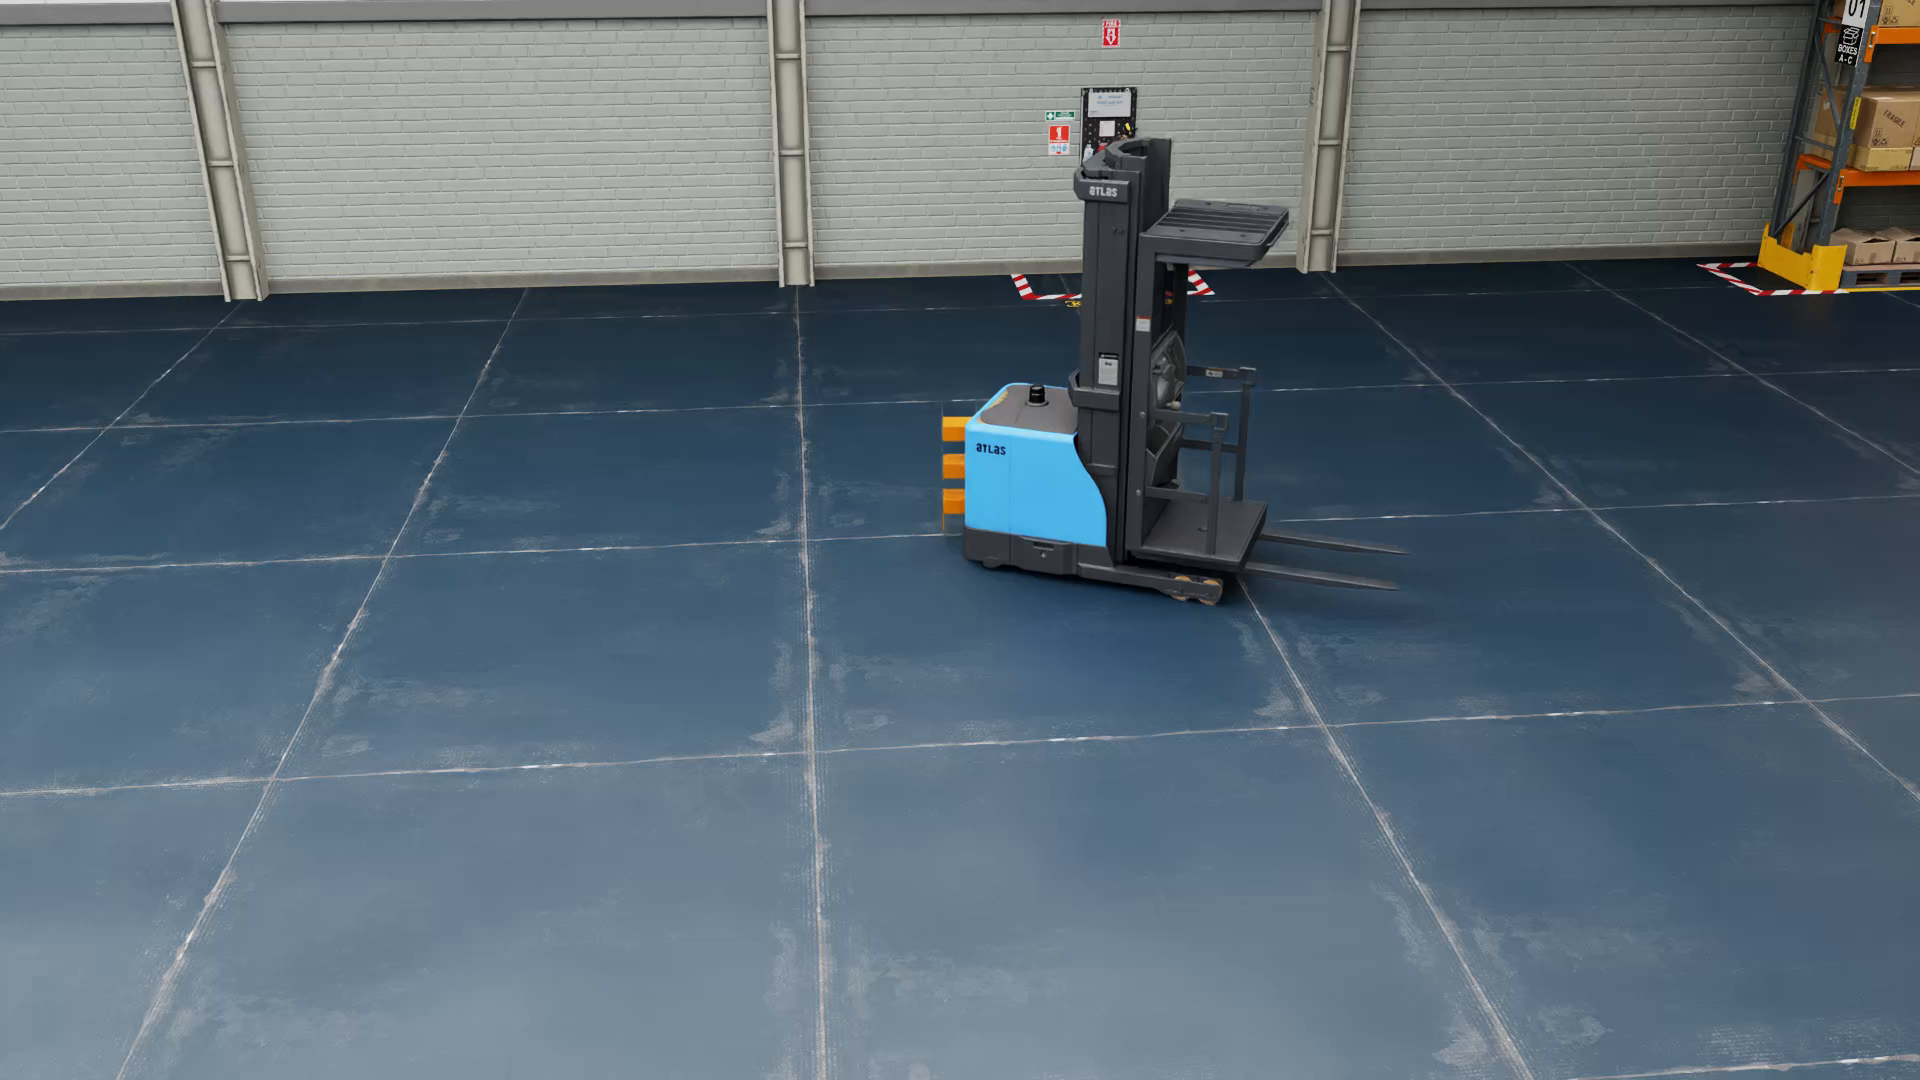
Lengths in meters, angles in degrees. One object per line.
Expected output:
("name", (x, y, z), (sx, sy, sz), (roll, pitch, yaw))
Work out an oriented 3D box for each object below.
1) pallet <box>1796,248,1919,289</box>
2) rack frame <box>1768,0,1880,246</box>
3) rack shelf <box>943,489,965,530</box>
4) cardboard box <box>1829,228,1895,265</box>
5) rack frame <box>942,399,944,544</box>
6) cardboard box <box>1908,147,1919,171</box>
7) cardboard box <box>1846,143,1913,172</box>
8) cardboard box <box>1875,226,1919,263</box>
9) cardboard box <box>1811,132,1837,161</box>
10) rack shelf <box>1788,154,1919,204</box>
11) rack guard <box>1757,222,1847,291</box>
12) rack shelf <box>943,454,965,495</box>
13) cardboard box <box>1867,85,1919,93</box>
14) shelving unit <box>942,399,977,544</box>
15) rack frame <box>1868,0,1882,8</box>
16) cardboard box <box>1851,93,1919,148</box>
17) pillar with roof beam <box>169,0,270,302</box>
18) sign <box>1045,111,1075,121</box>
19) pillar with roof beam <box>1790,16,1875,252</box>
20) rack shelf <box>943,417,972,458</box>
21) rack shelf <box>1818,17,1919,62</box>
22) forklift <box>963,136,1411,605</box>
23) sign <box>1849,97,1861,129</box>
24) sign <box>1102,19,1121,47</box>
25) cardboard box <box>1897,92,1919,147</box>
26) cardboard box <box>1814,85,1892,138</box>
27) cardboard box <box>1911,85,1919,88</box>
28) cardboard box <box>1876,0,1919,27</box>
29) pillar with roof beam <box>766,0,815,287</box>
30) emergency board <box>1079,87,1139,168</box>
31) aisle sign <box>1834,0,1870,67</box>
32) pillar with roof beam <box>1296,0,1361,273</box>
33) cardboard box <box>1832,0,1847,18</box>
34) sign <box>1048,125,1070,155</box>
("pallet", (10.376, -3.122, 19.014), (1.213, 0.211, 1.003), (-2, 24, -5))
("rack frame", (9.489, -4.375, 18.400), (0.127, 3.000, 1.000), (-2, 24, -5))
("rack shelf", (-0.004, -0.232, 12.189), (0.240, 0.259, 0.215), (0, 24, -1))
("cardboard box", (10.186, -3.339, 18.837), (0.500, 0.311, 0.500), (-5, 24, -11))
("rack frame", (-0.126, -0.495, 12.070), (0.008, 1.050, 0.200), (0, 24, -1))
("cardboard box", (10.521, -4.233, 18.241), (0.500, 0.250, 0.500), (-3, 24, -7))
("cardboard box", (10.006, -4.207, 18.182), (0.500, 0.250, 0.500), (-3, 24, -7))
("cardboard box", (10.754, -3.361, 18.888), (0.500, 0.311, 0.500), (0, 24, -1))
("cardboard box", (9.935, -4.413, 18.645), (0.500, 0.250, 0.500), (-2, 24, -4))
("rack shelf", (11.479, -4.126, 18.726), (4.000, 0.370, 1.077), (-2, 24, -5))
("rack guard", (9.565, -3.236, 18.915), (0.348, 0.500, 1.175), (-2, 24, -5))
("rack shelf", (-0.004, -0.486, 12.076), (0.240, 0.259, 0.215), (0, 24, -1))
("cardboard box", (10.439, -4.779, 18.546), (0.500, 0.500, 0.500), (-2, 24, -4))
("shelving unit", (-0.004, -0.495, 12.072), (0.252, 1.050, 0.215), (0, 24, -1))
("rack frame", (9.489, -7.117, 17.182), (0.127, 3.000, 1.000), (-2, 24, -5))
("cardboard box", (9.994, -4.556, 18.044), (0.500, 0.500, 0.500), (-2, 24, -5))
("pillar with roof beam", (-7.389, -5.035, 12.500), (0.400, 9.000, 9.100), (-2, 24, -5))
("sign", (1.112, -4.705, 18.445), (0.331, 0.109, 0.001), (-2, 24, -5))
("pillar with roof beam", (10.524, -5.754, 14.116), (0.400, 9.000, 9.100), (-2, 24, -5))
("rack shelf", (-0.004, -0.745, 11.961), (0.240, 0.259, 0.215), (0, 24, -1))
("rack shelf", (11.479, -5.497, 18.117), (4.000, 0.370, 1.077), (-2, 24, -5))
("forklift", (1.594, -1.144, 11.215), (3.031, 2.935, 1.130), (8, 25, 18))
("sign", (9.542, -4.551, 17.731), (0.005, 0.325, 0.100), (-2, 24, -5))
("sign", (1.649, -5.529, 18.143), (0.199, 0.298, 0.001), (-2, 24, -5))
("cardboard box", (10.486, -4.572, 18.079), (0.500, 0.500, 0.500), (-2, 24, -5))
("cardboard box", (9.937, -4.763, 18.510), (0.500, 0.500, 0.500), (-3, 24, -6))
("cardboard box", (10.953, -4.802, 18.597), (0.500, 0.500, 0.500), (-3, 24, -7))
("cardboard box", (9.846, -5.713, 17.569), (0.500, 0.500, 0.500), (-2, 24, -4))
("pillar with roof beam", (-1.418, -5.275, 13.039), (0.400, 9.000, 9.100), (-2, 24, -5))
("emergency board", (1.667, -4.430, 18.524), (0.643, 1.169, 0.194), (-2, 24, -5))
("aisle sign", (9.447, -5.439, 17.593), (0.004, 0.787, 0.394), (-2, 24, -5))
("pillar with roof beam", (4.553, -5.515, 13.577), (0.400, 9.000, 9.100), (-2, 24, -5))
("cardboard box", (9.879, -5.920, 18.034), (0.500, 0.500, 0.500), (-1, 24, -1))
("sign", (1.106, -4.466, 18.560), (0.234, 0.329, 0.001), (-2, 24, -5))
